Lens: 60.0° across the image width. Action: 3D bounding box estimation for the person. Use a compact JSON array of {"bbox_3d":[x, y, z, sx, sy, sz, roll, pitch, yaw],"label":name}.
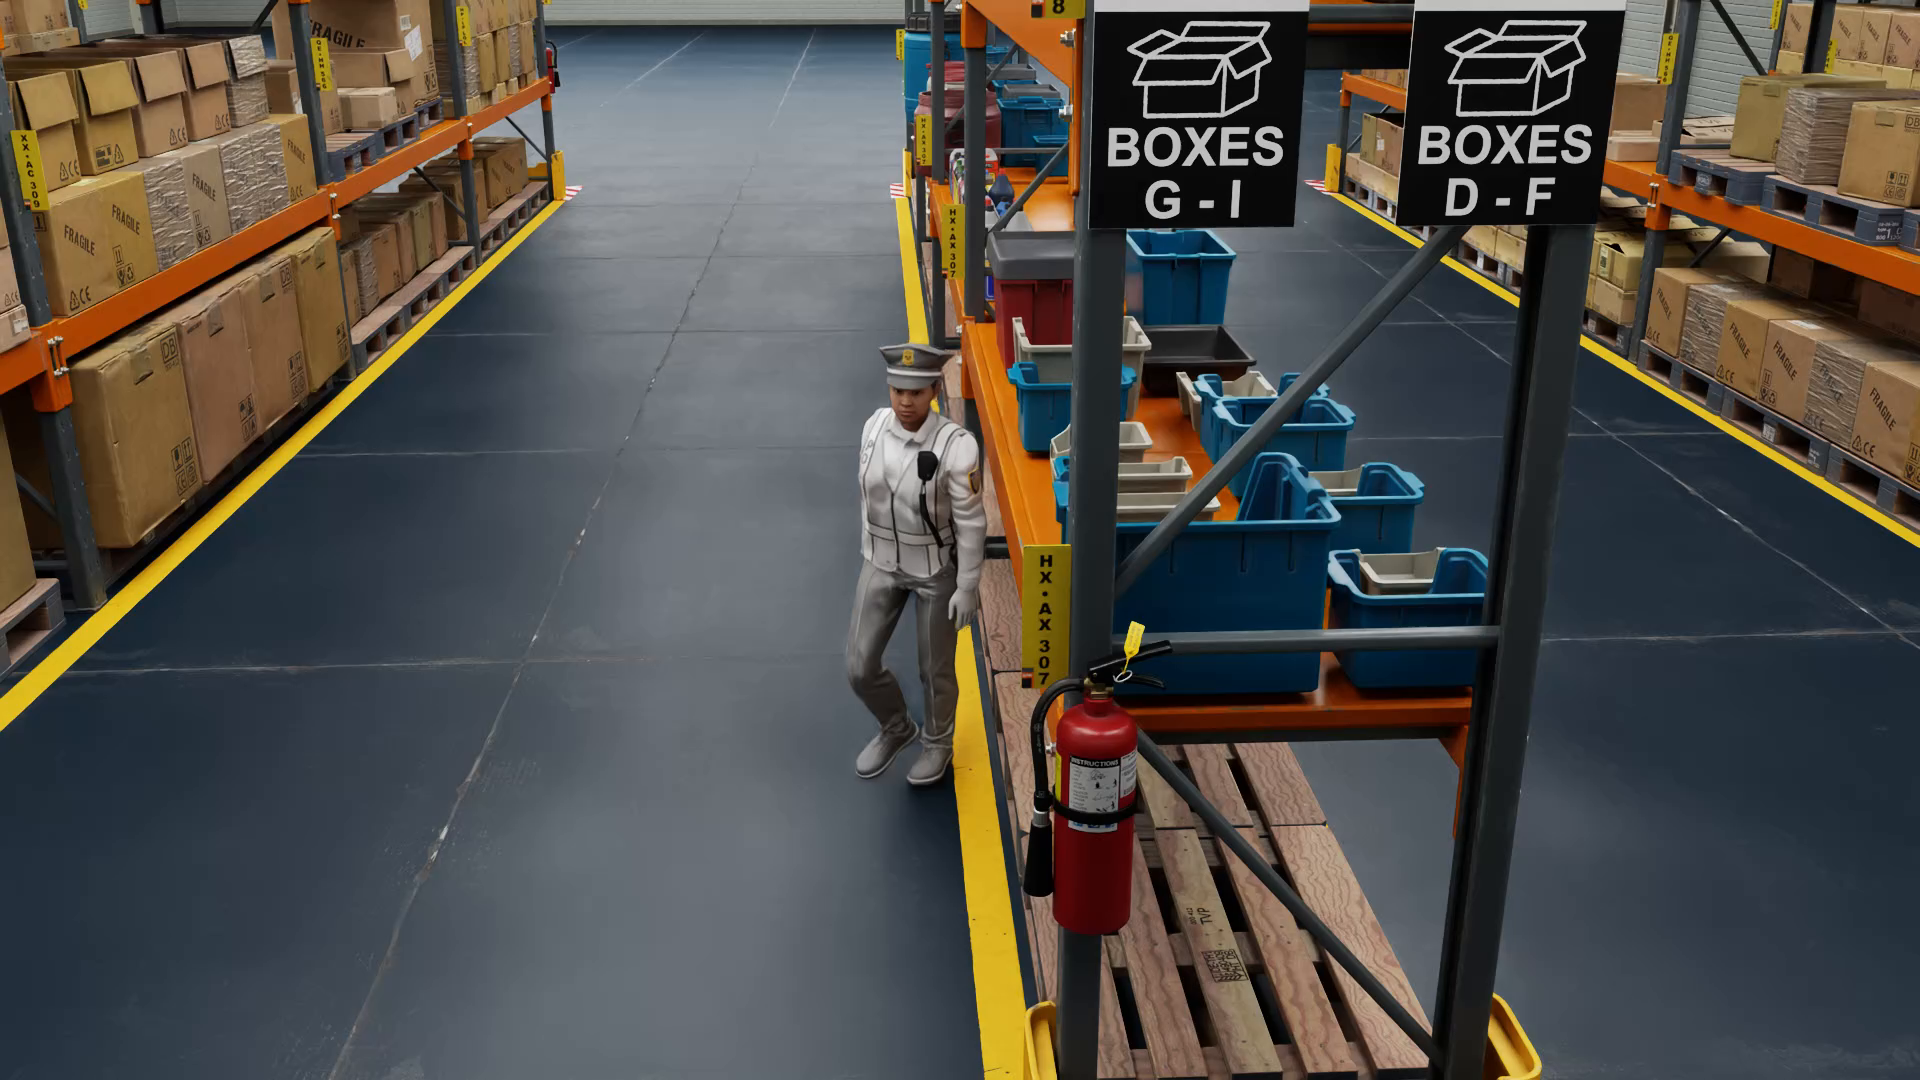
[{"bbox_3d":[-0.137,0.103,5.730,0.509,1.662,0.483,8,22,21],"label":"person"}]
